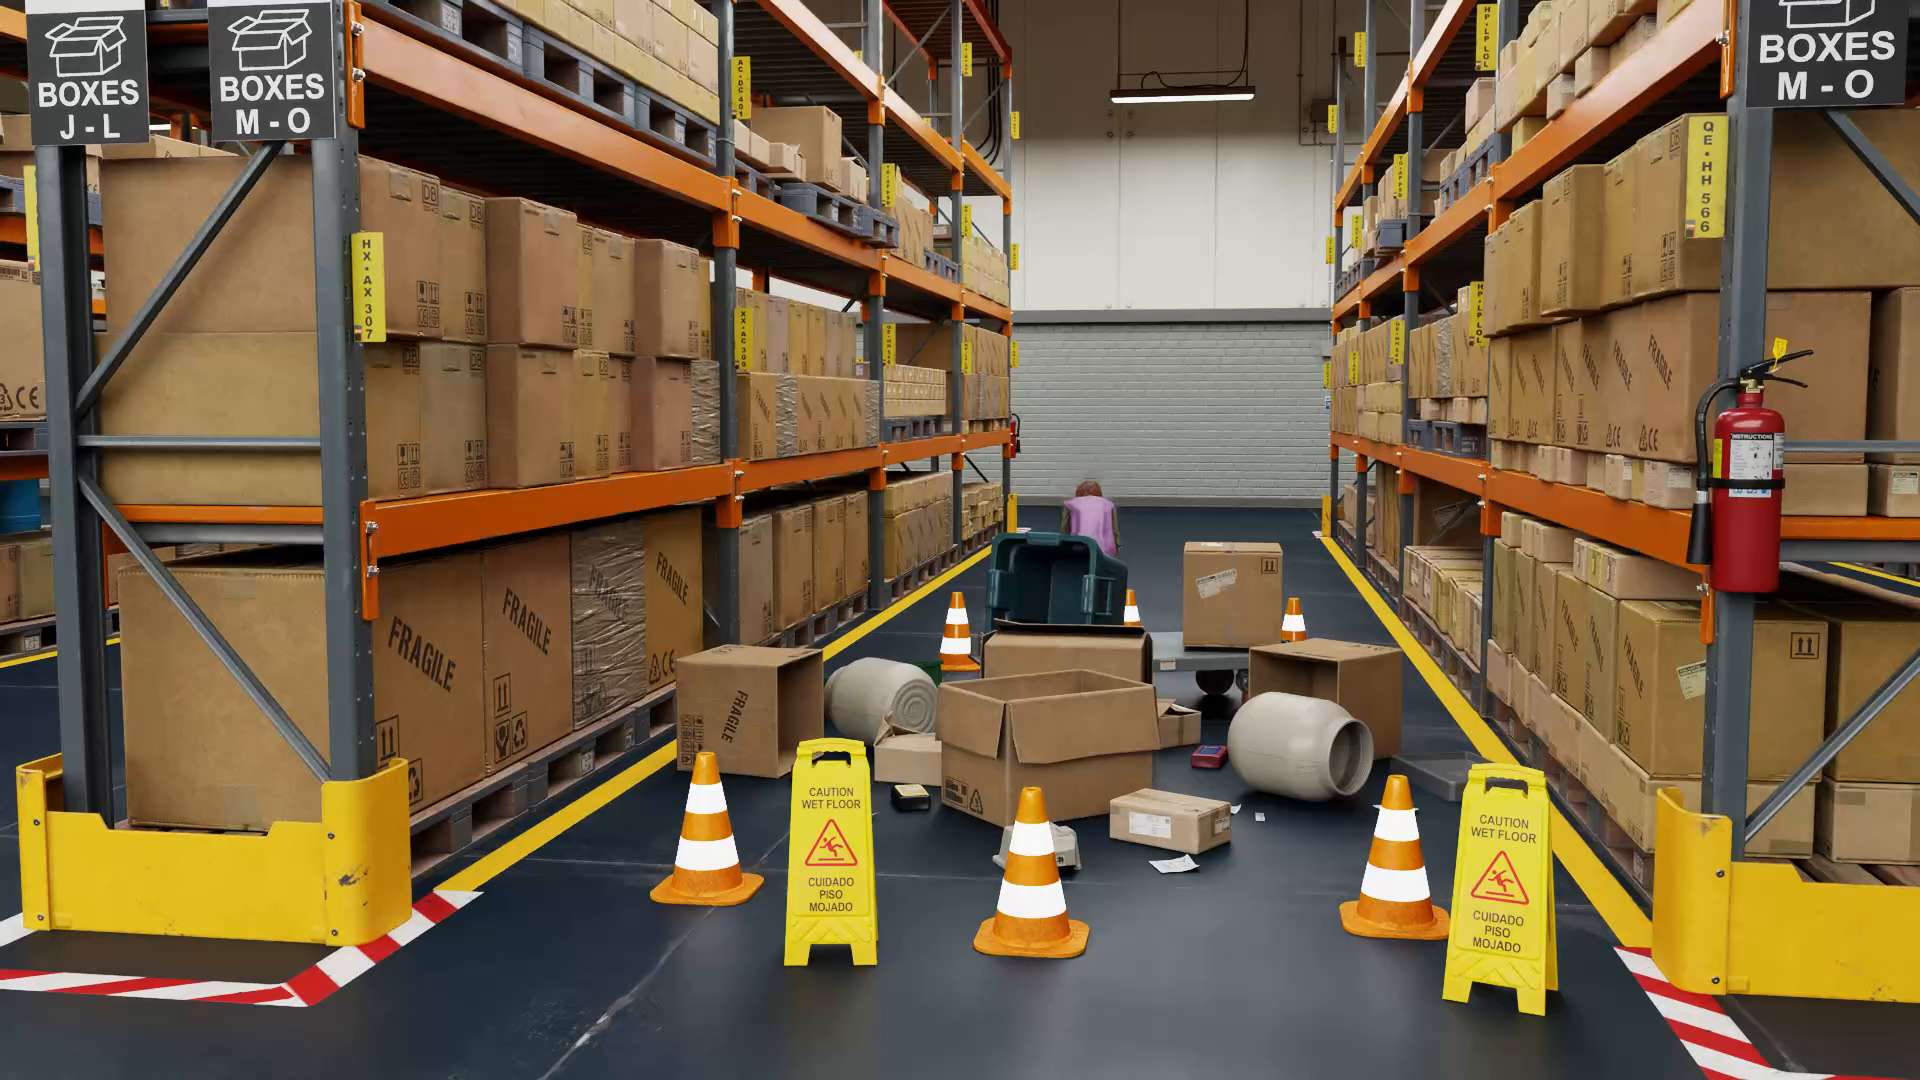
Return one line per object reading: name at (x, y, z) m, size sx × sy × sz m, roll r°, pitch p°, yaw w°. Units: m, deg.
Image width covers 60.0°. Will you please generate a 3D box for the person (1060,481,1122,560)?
person at (0.891, 0.144, 11.512) m, size 0.461 × 1.086 × 0.745 m, roll 1°, pitch 5°, yaw 9°
